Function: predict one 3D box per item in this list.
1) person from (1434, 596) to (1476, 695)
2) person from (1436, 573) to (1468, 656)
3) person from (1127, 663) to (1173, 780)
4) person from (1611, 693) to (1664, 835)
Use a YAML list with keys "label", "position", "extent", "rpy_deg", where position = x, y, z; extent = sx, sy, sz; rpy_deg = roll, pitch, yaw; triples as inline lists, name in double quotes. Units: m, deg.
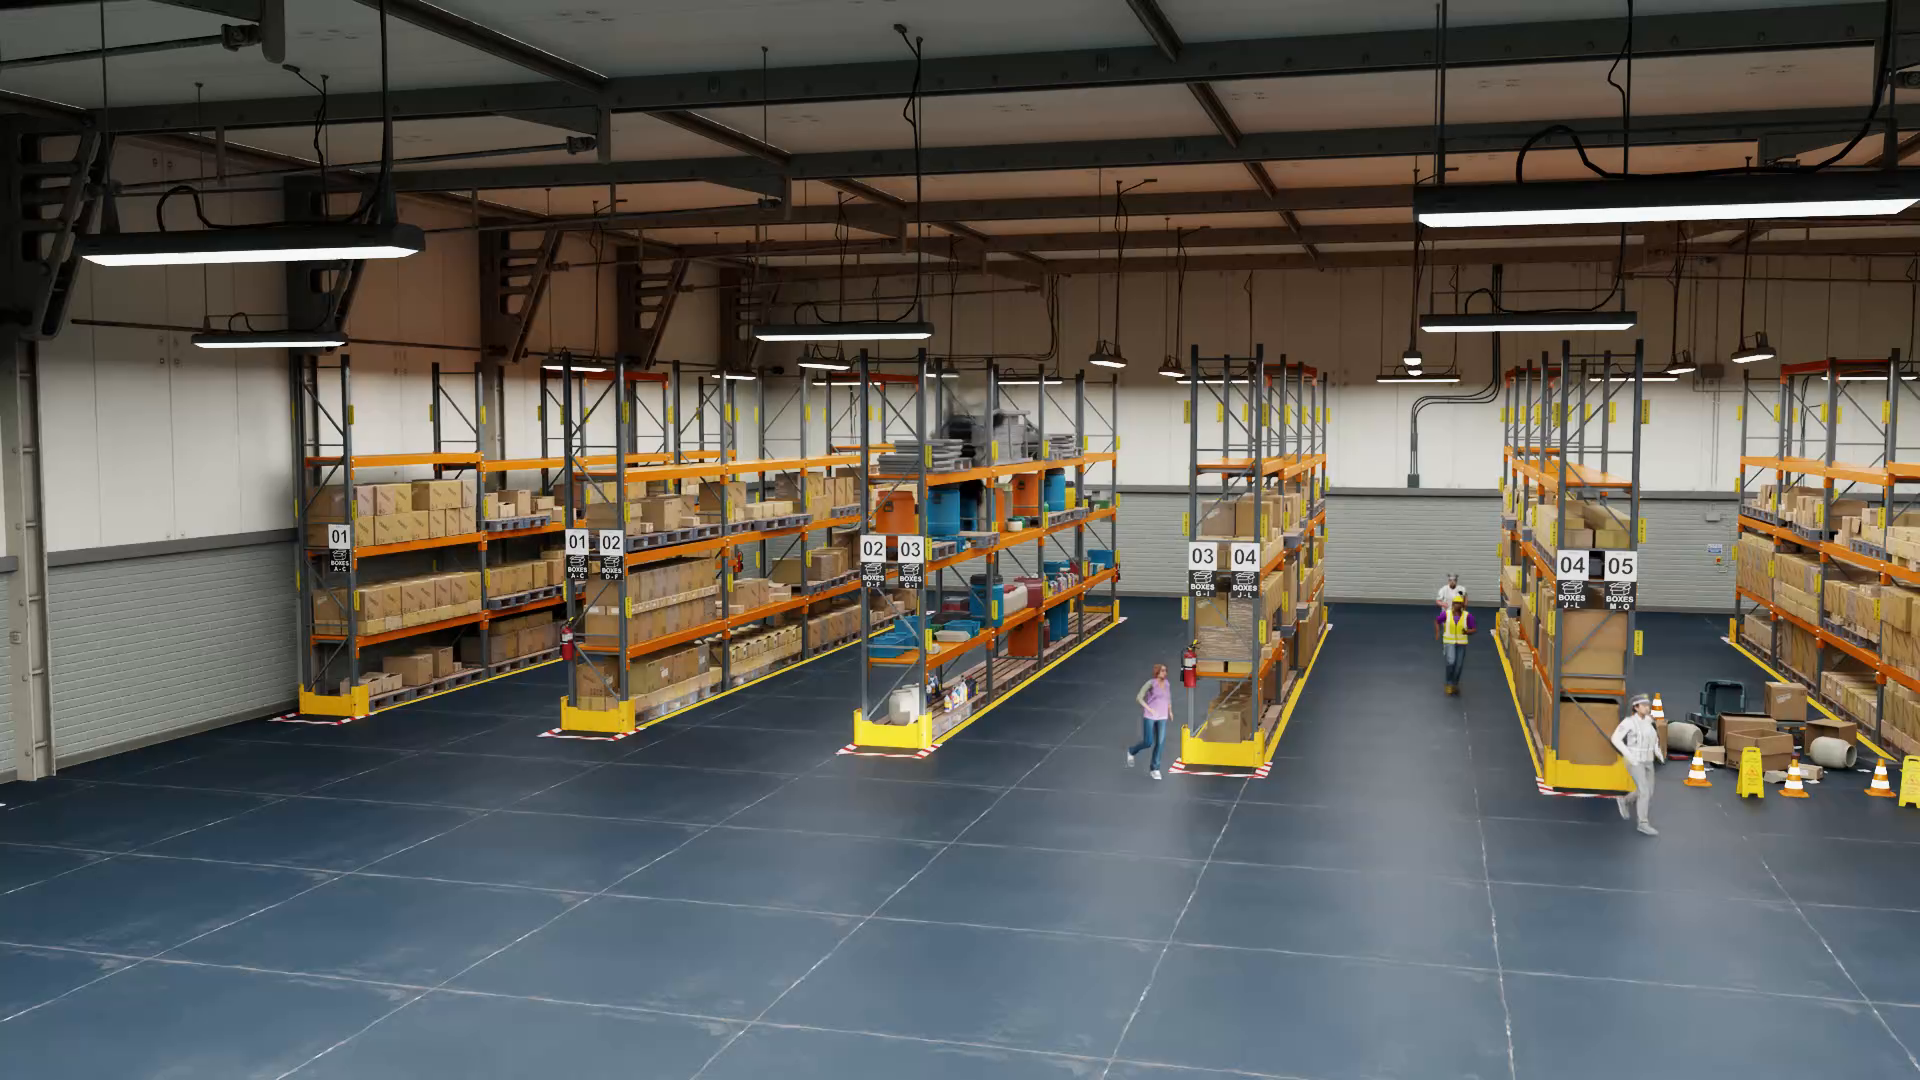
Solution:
- label: "person"
  position: [8.897, 1.885, 29.839]
  extent: [0.685, 1.785, 0.692]
  rpy_deg: [1, 4, 8]
- label: "person"
  position: [10.087, 1.568, 34.098]
  extent: [0.625, 1.813, 0.886]
  rpy_deg: [1, 4, 17]
- label: "person"
  position: [2.734, 2.495, 23.138]
  extent: [0.601, 1.537, 0.814]
  rpy_deg: [-2, 5, -25]
- label: "person"
  position: [8.147, 2.664, 20.047]
  extent: [0.640, 1.675, 0.696]
  rpy_deg: [-2, 5, -24]
